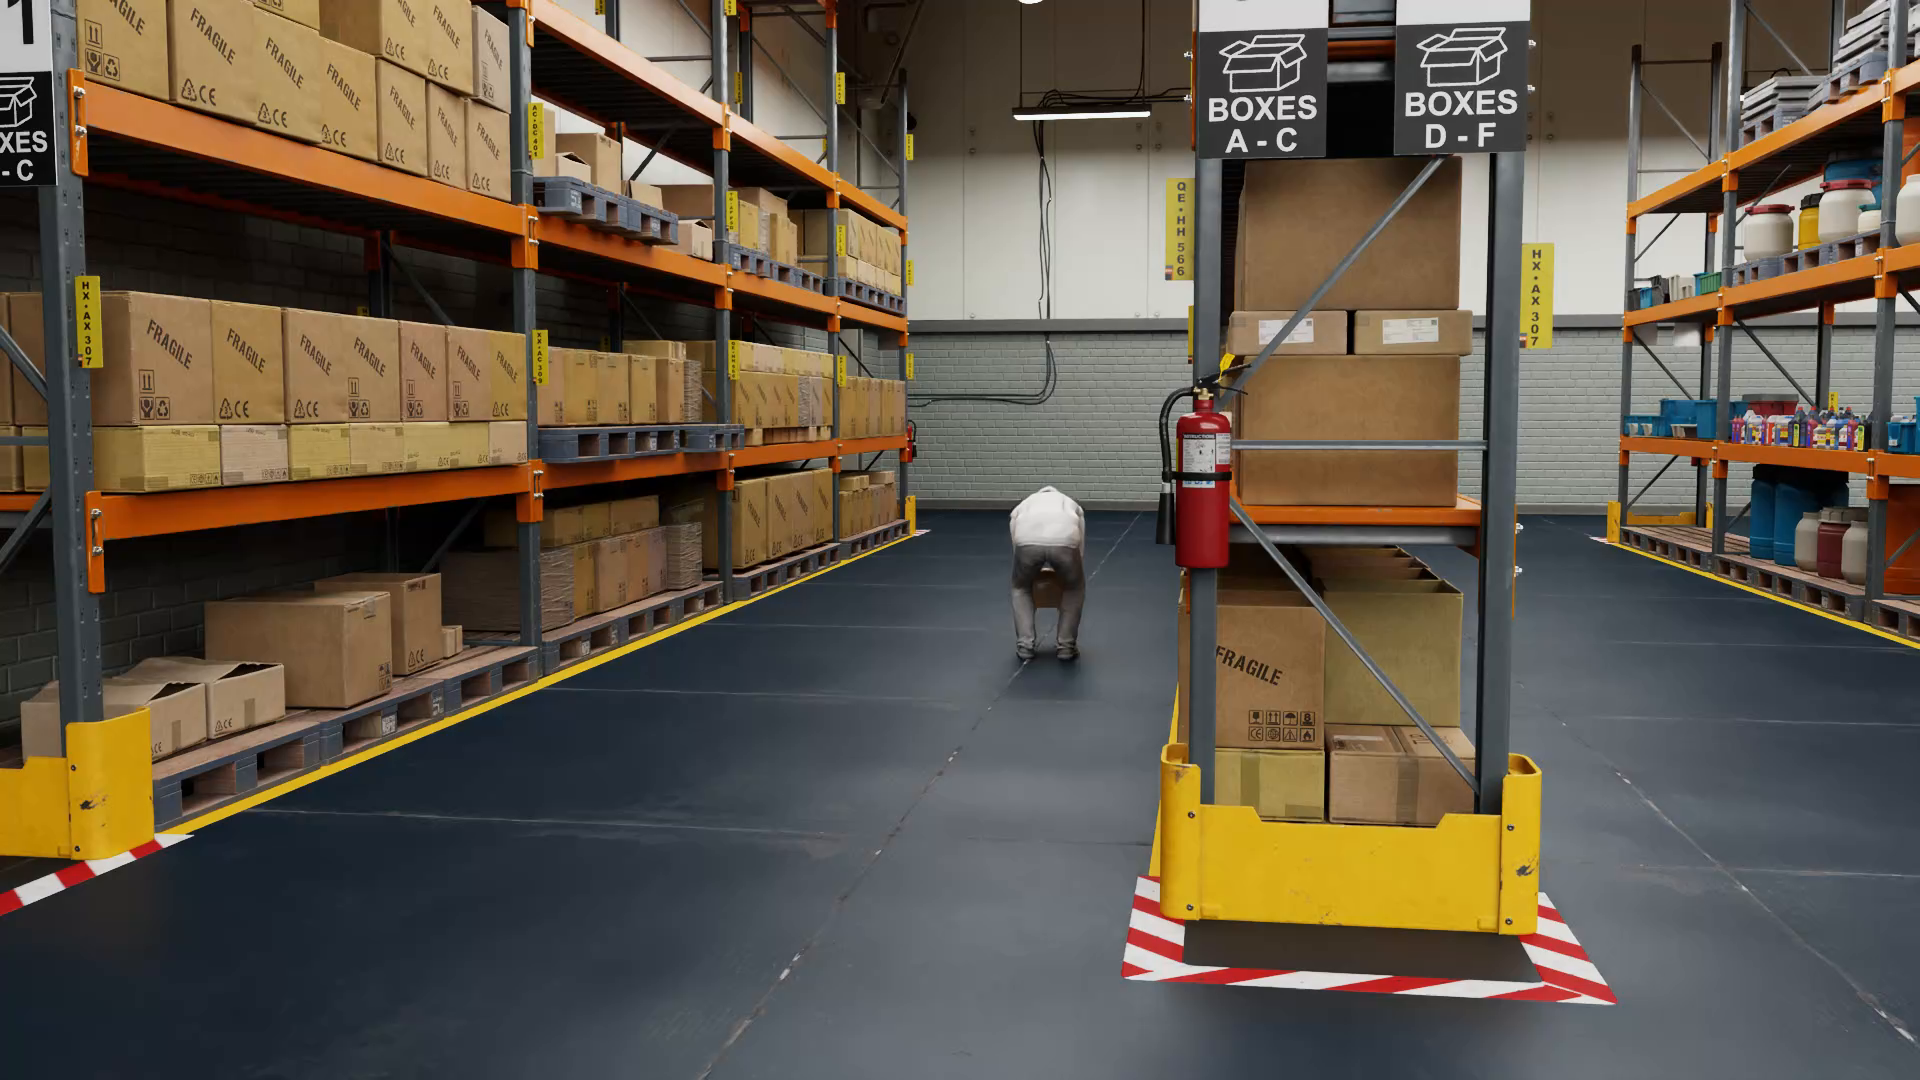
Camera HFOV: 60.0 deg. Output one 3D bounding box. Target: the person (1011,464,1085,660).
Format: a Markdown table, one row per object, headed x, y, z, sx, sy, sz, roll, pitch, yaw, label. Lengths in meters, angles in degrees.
| x | y | z | sx | sy | sz | roll | pitch | yaw | label |
| --- | --- | --- | --- | --- | --- | --- | --- | --- | --- |
| 0.582 | 0.128 | 11.125 | 0.501 | 1.256 | 0.939 | 1 | 4 | 6 | person |
